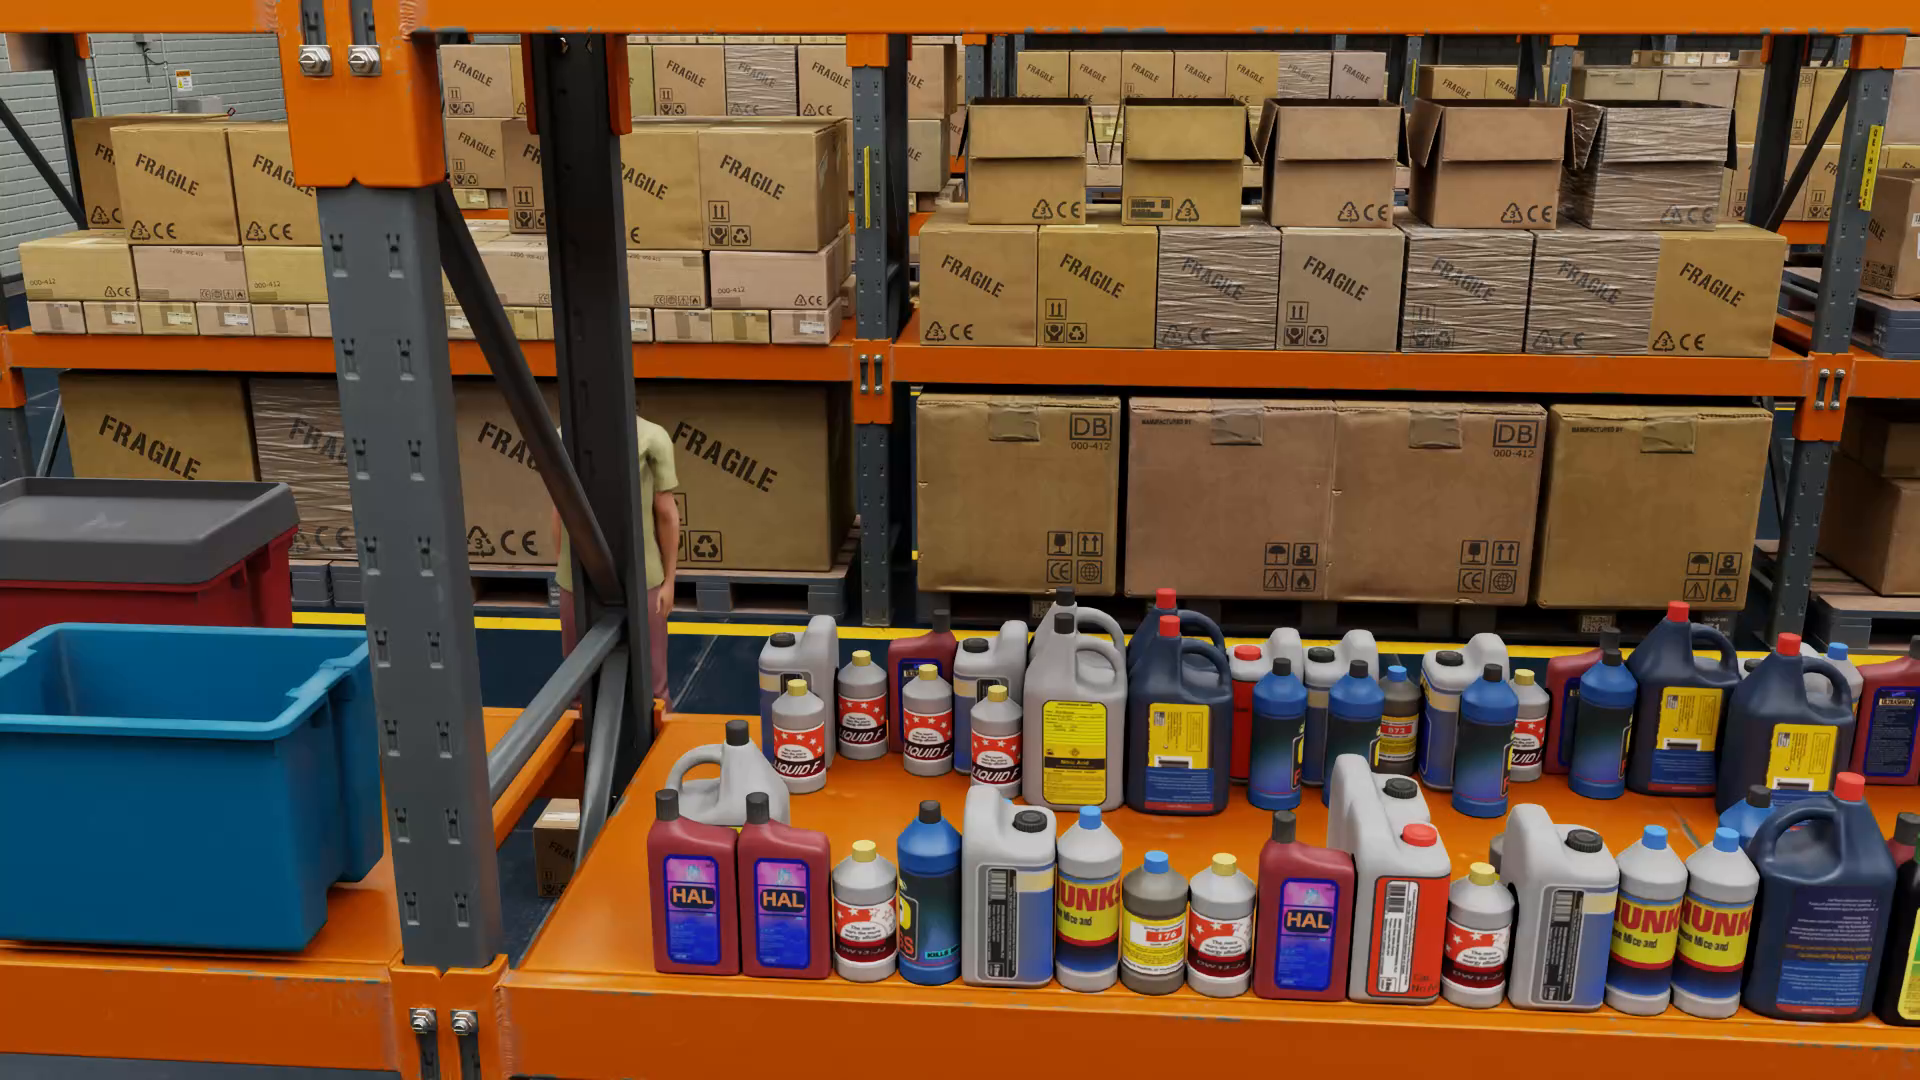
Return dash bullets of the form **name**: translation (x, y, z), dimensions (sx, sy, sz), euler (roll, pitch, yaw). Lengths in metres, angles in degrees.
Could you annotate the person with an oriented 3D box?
- **person**: translation (-1.152, 0.154, 5.582), dimensions (0.439, 1.667, 0.357), euler (2, 18, 5)
